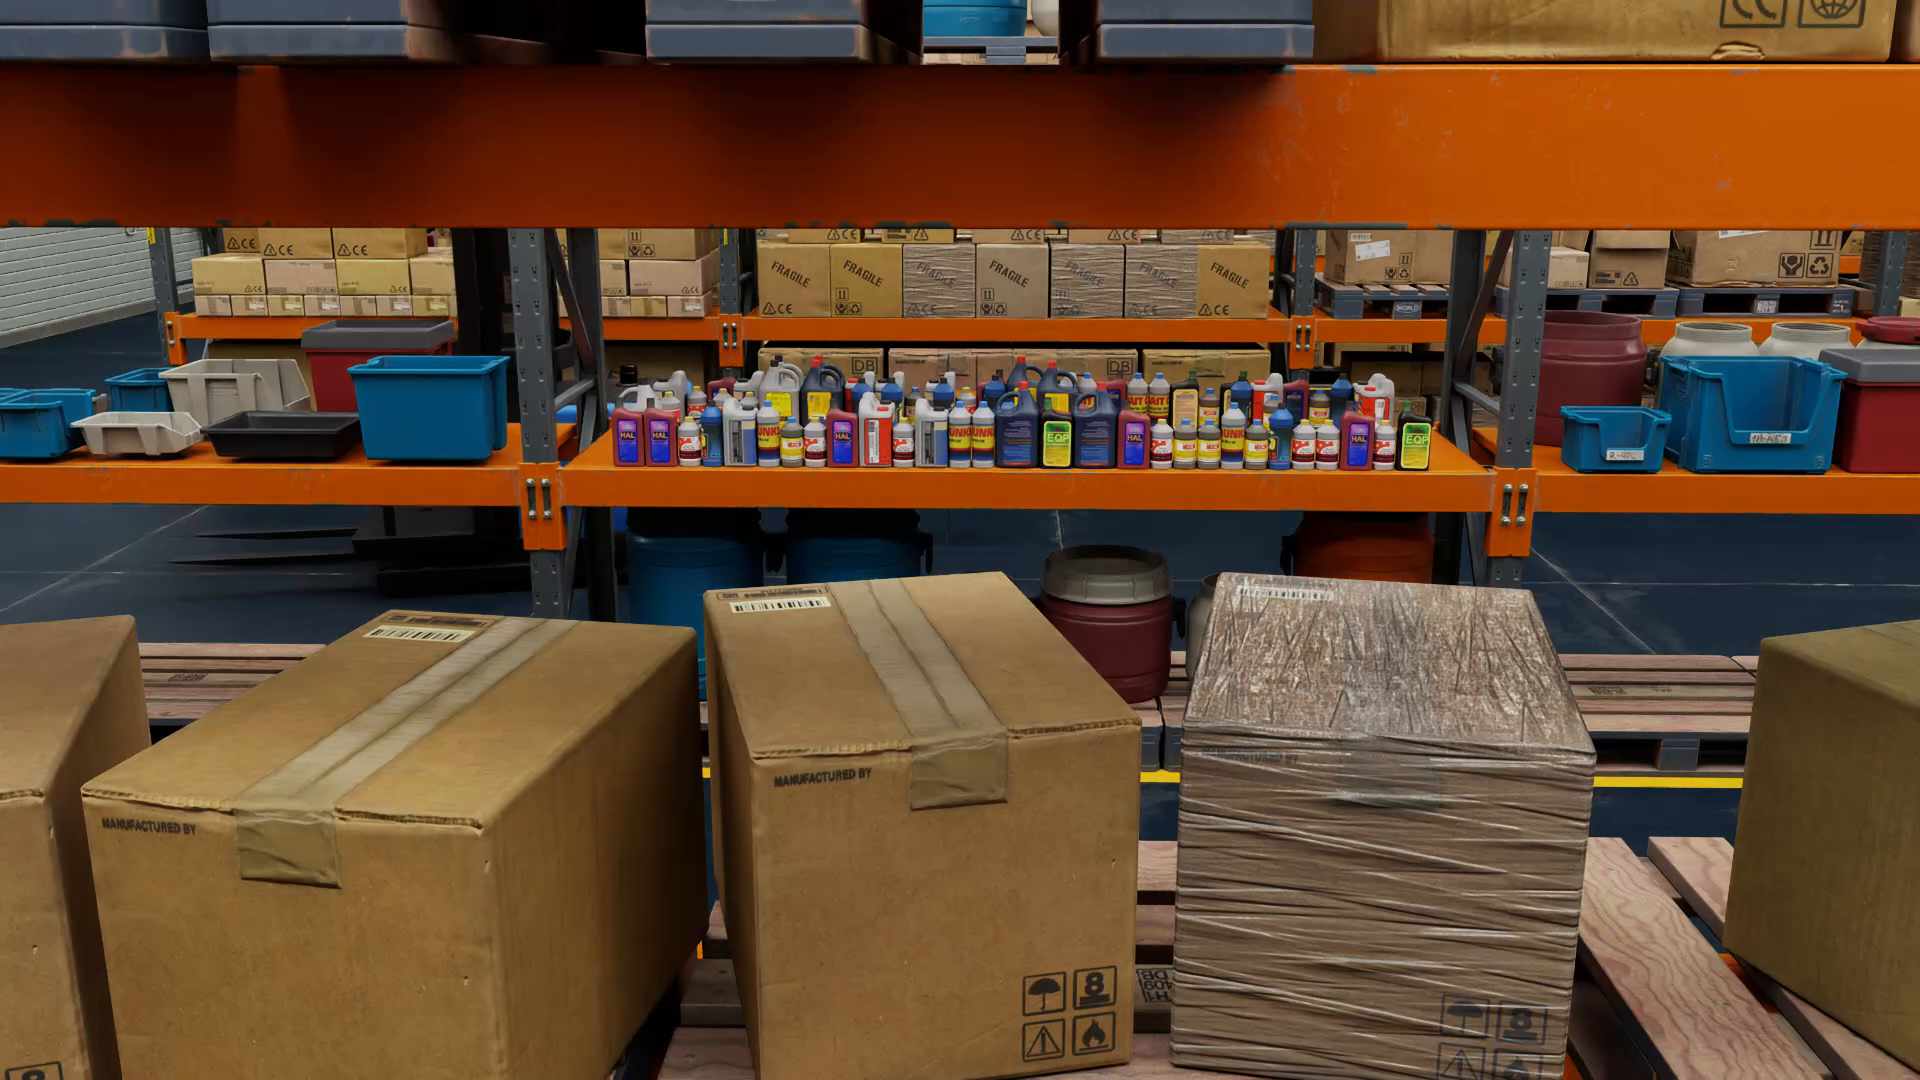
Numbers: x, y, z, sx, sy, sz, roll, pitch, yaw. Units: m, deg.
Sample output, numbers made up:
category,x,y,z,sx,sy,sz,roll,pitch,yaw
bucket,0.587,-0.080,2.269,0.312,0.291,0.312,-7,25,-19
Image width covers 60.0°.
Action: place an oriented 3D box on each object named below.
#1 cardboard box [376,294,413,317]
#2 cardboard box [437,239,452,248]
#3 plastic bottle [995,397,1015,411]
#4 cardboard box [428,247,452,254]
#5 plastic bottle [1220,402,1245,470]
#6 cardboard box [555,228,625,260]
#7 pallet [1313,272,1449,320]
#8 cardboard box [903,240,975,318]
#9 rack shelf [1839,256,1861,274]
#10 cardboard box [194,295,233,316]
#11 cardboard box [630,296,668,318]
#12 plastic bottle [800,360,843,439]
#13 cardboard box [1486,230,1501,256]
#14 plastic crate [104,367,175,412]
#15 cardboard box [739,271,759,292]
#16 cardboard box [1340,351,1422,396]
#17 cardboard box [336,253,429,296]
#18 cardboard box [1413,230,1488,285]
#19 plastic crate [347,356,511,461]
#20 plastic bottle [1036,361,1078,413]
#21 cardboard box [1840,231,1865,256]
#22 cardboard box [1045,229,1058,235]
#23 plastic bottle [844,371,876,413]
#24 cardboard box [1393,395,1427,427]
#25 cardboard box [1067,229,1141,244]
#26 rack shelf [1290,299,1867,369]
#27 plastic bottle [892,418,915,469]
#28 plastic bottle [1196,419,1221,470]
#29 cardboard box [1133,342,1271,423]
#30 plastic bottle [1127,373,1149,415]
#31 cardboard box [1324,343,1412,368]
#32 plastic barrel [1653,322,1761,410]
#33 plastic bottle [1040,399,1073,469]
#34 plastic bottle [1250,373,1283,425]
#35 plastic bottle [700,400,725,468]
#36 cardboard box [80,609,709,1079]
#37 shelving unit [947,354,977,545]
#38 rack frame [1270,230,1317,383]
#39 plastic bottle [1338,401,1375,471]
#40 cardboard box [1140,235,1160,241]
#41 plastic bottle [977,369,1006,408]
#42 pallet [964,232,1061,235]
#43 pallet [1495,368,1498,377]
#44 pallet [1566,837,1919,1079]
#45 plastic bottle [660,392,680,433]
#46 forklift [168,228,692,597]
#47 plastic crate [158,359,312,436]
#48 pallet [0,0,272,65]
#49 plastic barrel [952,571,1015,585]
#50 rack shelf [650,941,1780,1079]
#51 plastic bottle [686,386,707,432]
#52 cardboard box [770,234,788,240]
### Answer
category,x,y,z,sx,sy,sz,roll,pitch,yaw
cardboard box,-3.967,-1.688,11.850,0.250,0.149,0.380,0,15,1
cardboard box,-5.056,-2.961,16.674,0.250,0.149,0.380,0,15,1
plastic bottle,0.197,-0.472,7.002,0.097,0.271,0.097,0,15,0
cardboard box,-4.092,-2.033,12.375,0.500,0.250,0.500,0,15,0
plastic bottle,1.122,-0.429,6.840,0.097,0.271,0.097,0,15,0
cardboard box,-2.567,-2.250,11.731,0.500,0.500,0.500,1,15,2
pallet,3.114,-1.781,12.087,1.003,0.211,1.213,0,15,1
cardboard box,-0.144,-1.853,11.786,0.500,0.500,0.500,0,15,0
rack shelf,8.624,-2.729,16.713,4.000,0.370,1.077,0,15,1
cardboard box,-5.252,-1.696,11.879,0.250,0.149,0.380,1,15,2
cardboard box,-2.171,-1.676,11.805,0.250,0.149,0.380,1,15,3
plastic bottle,-0.618,-0.630,7.445,0.185,0.351,0.144,0,15,1
cardboard box,5.086,-3.080,16.437,0.500,0.500,0.500,1,15,2
plastic crate,-3.666,-0.640,7.598,0.300,0.233,0.416,0,15,1
cardboard box,-2.867,-3.406,22.069,0.875,0.438,0.875,0,15,0
cardboard box,3.069,-1.221,12.157,0.500,0.250,0.500,1,15,4
cardboard box,-4.104,-1.897,11.861,0.500,0.250,0.500,0,15,0
cardboard box,3.500,-2.131,12.019,0.500,0.500,0.700,3,15,10
plastic crate,-2.202,-0.552,6.965,0.575,0.384,0.392,0,15,1
plastic bottle,0.432,-0.621,7.411,0.185,0.351,0.144,0,15,1
cardboard box,8.614,-3.153,16.619,0.500,0.550,0.875,0,15,1
cardboard box,0.839,-3.093,16.352,0.250,0.149,0.380,1,15,3
plastic bottle,-0.455,-0.629,7.586,0.135,0.276,0.152,0,15,1
cardboard box,3.069,-0.856,12.243,0.500,0.500,0.700,0,15,-2
cardboard box,1.017,-2.399,11.889,0.637,0.503,0.797,1,15,3
rack shelf,4.398,-1.491,12.020,4.000,0.370,1.077,0,15,1
plastic bottle,-0.233,-0.404,6.882,0.097,0.201,0.097,0,15,0
plastic bottle,1.025,-0.396,6.851,0.097,0.201,0.097,0,15,0
cardboard box,1.709,-1.037,12.232,0.875,0.875,1.225,0,15,-1
plastic bottle,0.809,-0.625,7.582,0.097,0.271,0.097,0,15,0
cardboard box,4.107,-2.199,16.882,0.750,0.750,1.050,1,15,2
plastic barrel,3.306,-0.690,7.357,0.421,0.512,0.421,0,15,0
plastic bottle,0.396,-0.435,6.838,0.133,0.283,0.061,0,15,1
plastic bottle,1.385,-0.617,7.540,0.135,0.276,0.152,0,15,1
plastic bottle,-1.025,-0.443,6.893,0.097,0.271,0.097,0,15,0
cardboard box,-0.700,0.446,2.251,0.500,0.500,0.700,3,15,10
shelving unit,0.014,-0.580,10.687,0.189,1.200,0.258,0,15,1
rack frame,2.398,-1.851,11.977,0.127,3.000,1.000,0,15,1
plastic bottle,1.626,-0.427,6.808,0.133,0.283,0.061,0,15,1
cardboard box,1.404,-1.975,12.250,0.500,0.500,0.500,0,15,0
plastic bottle,0.144,-0.640,7.614,0.133,0.283,0.061,0,15,1
pallet,0.646,-3.025,16.803,1.213,0.211,1.003,0,15,1
pallet,5.852,-1.727,16.972,1.213,0.211,1.003,0,15,1
pallet,1.462,0.781,2.375,1.003,0.211,1.213,0,15,1
plastic bottle,-1.309,-0.566,7.496,0.097,0.201,0.097,0,15,0
forklift,-3.097,-1.233,9.768,3.031,2.935,1.130,-3,15,-11
plastic crate,-3.248,-0.643,7.512,0.530,0.282,0.437,0,15,1
pallet,-1.207,-0.689,2.058,1.003,0.211,1.213,0,15,1
plastic barrel,0.087,0.424,7.405,0.421,0.512,0.421,0,15,0
rack shelf,0.142,0.941,2.525,3.687,0.071,0.831,0,15,1
plastic bottle,-1.208,-0.604,7.640,0.097,0.201,0.097,0,15,0
cardboard box,-1.126,-1.992,12.316,0.500,0.500,0.500,0,15,2
